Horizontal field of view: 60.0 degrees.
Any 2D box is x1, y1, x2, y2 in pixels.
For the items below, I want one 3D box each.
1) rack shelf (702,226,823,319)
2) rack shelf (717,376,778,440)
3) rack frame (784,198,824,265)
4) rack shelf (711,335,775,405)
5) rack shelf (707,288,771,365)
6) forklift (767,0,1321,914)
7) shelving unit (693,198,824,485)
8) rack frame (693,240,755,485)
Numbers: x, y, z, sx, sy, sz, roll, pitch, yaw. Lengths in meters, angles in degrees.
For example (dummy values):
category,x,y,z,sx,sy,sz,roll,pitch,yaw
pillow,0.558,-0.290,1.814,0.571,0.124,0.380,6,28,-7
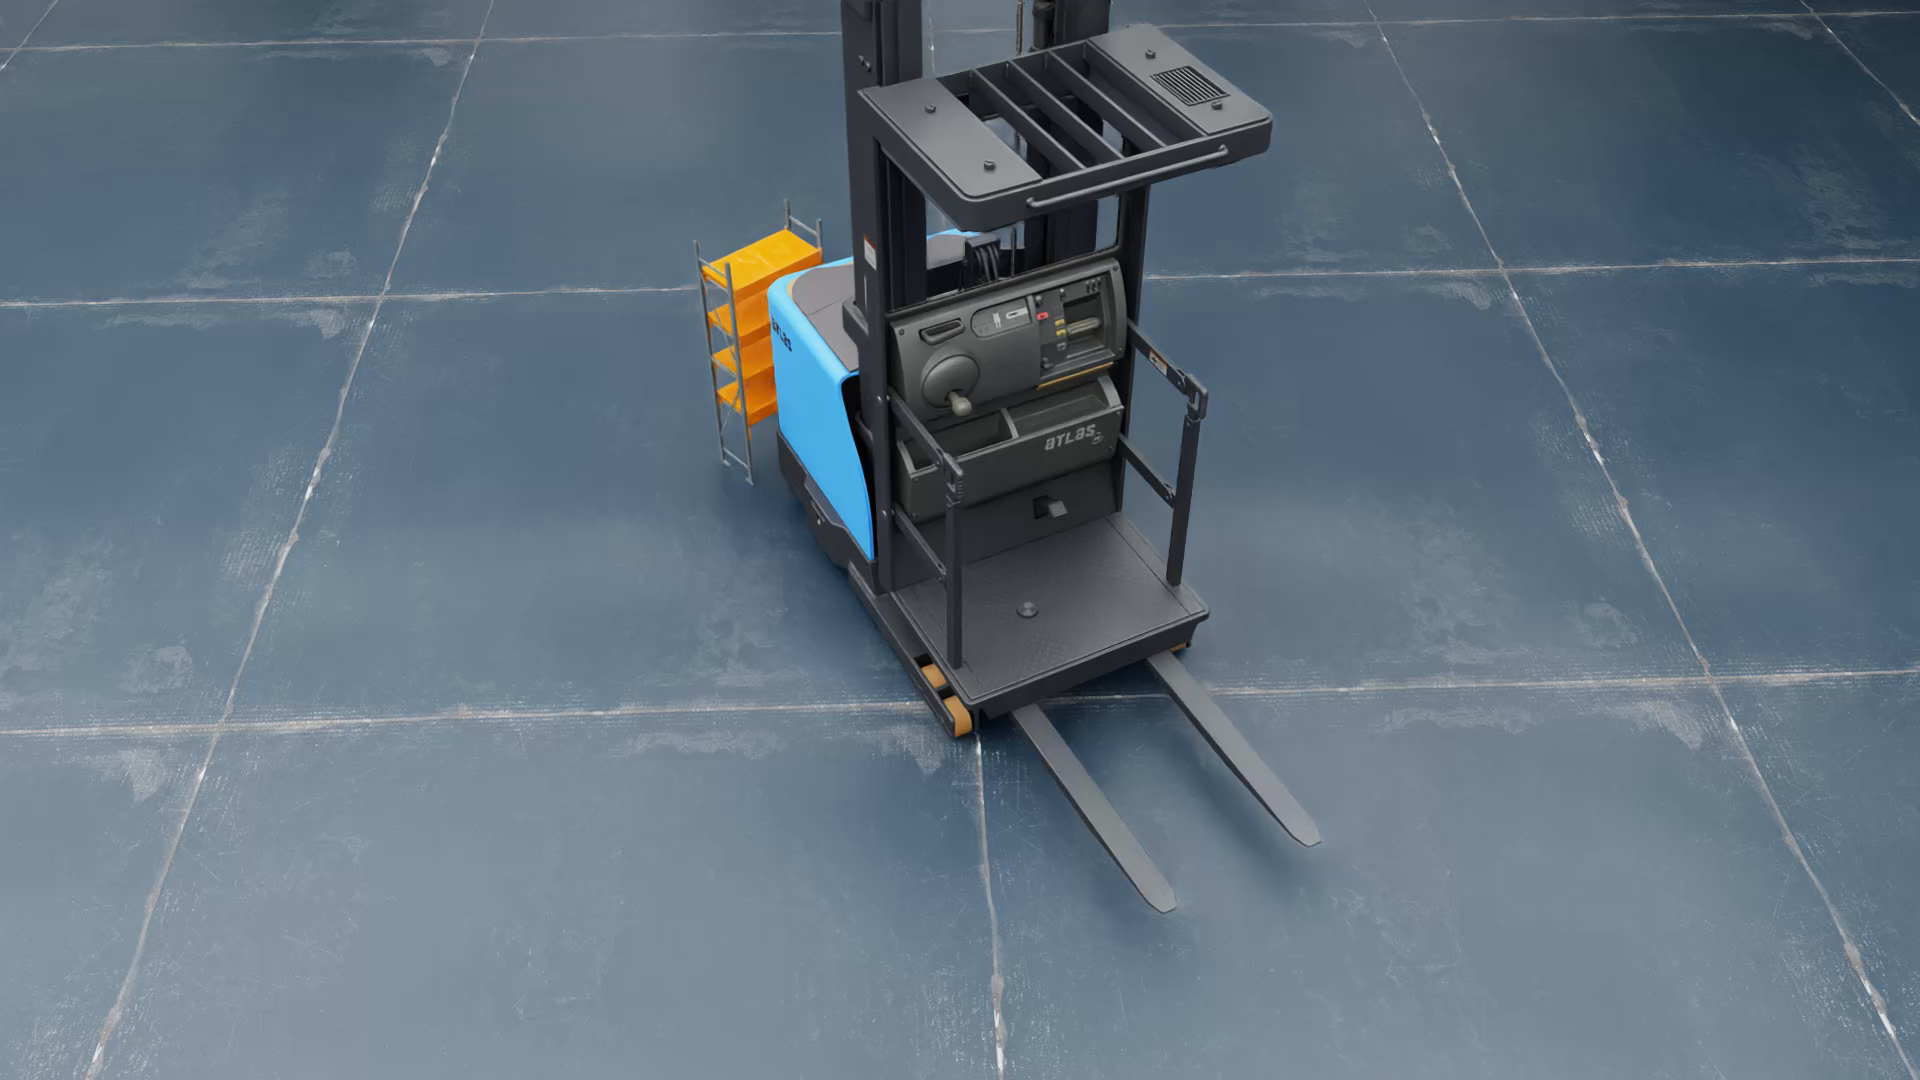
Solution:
category,x,y,z,sx,sy,sz,roll,pitch,yaw
rack shelf,-0.858,-1.162,7.197,0.480,0.148,0.258,-32,51,-30
rack shelf,-0.857,-0.675,7.641,0.480,0.148,0.258,-32,51,-30
rack frame,-0.678,-0.983,7.584,0.015,1.200,0.240,-32,51,-30
rack shelf,-0.857,-0.822,7.507,0.480,0.148,0.258,-32,51,-30
rack shelf,-0.858,-0.987,7.356,0.480,0.148,0.258,-32,51,-30
forklift,0.295,-0.653,5.943,1.130,2.935,3.031,-19,46,-20
shelving unit,-0.857,-0.871,7.462,0.503,1.200,0.258,-32,51,-30
rack frame,-1.036,-0.759,7.340,0.015,1.200,0.240,-32,51,-30
